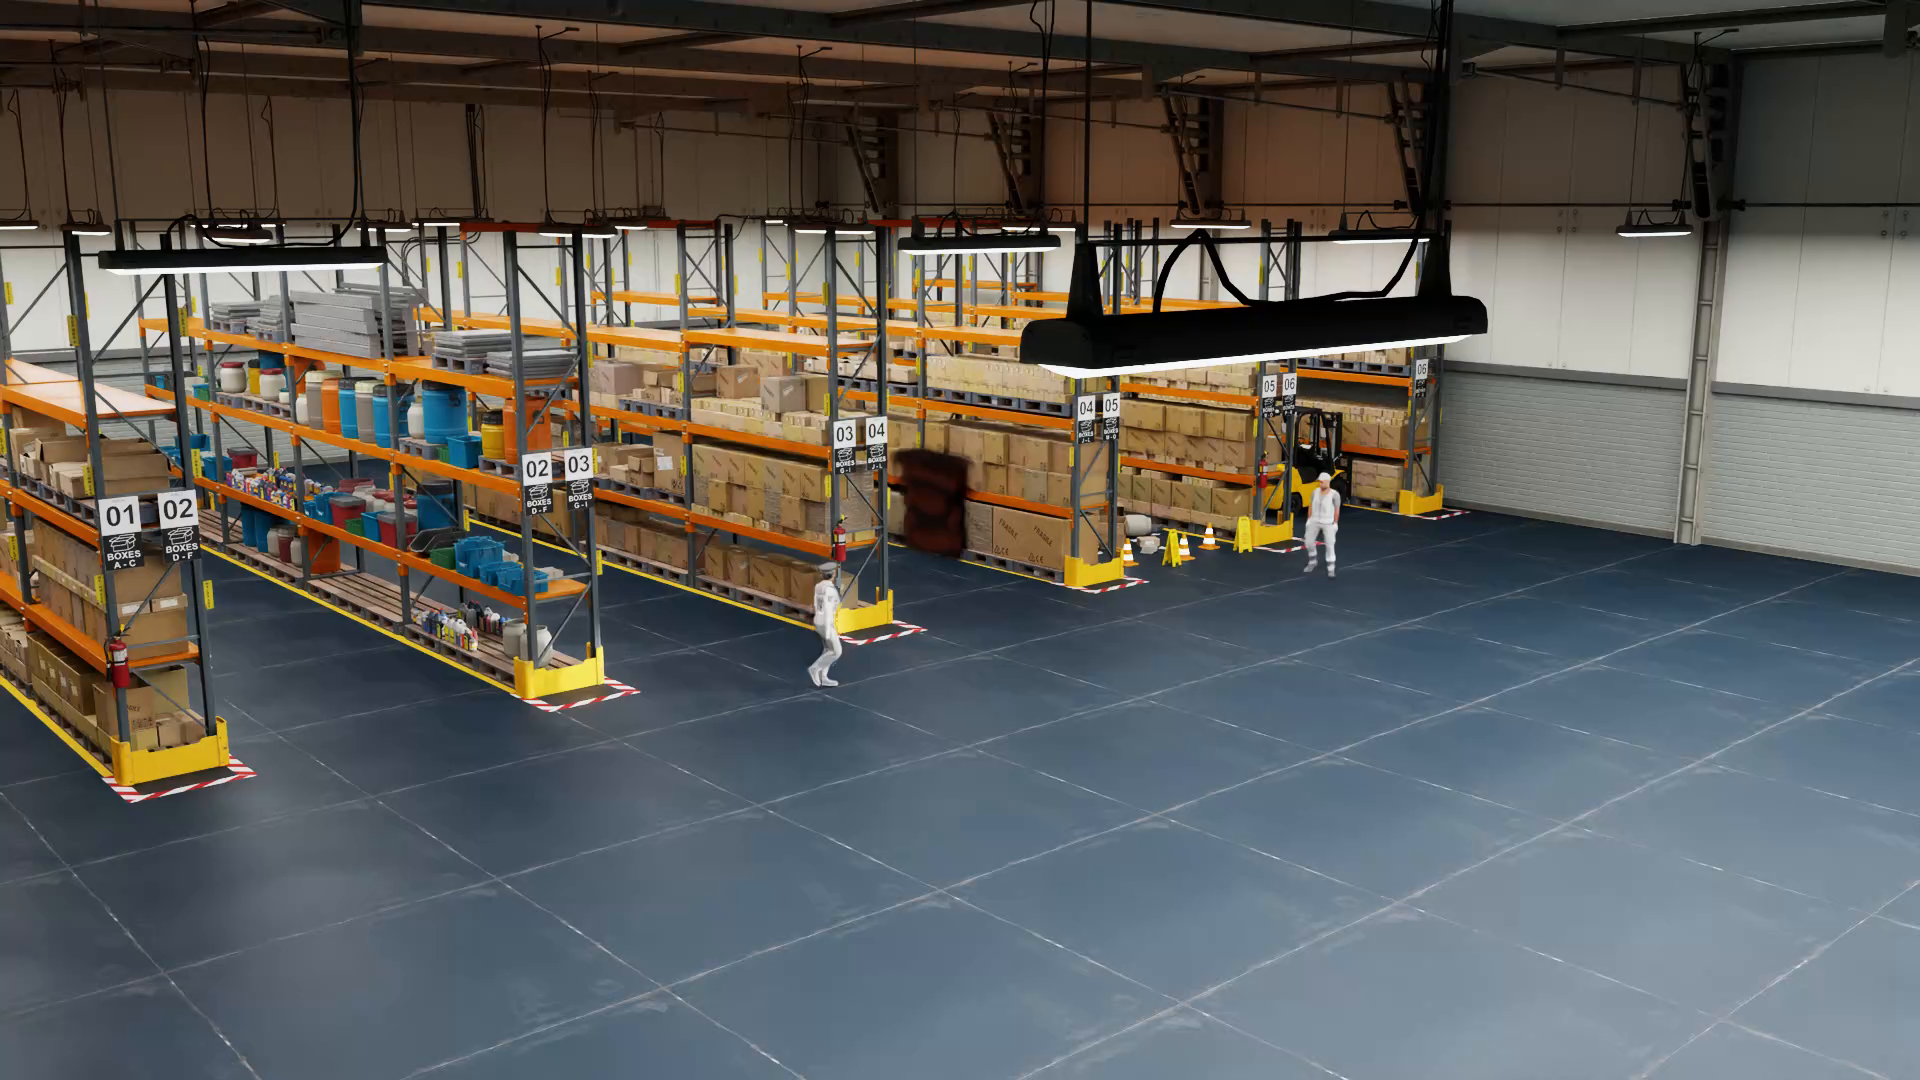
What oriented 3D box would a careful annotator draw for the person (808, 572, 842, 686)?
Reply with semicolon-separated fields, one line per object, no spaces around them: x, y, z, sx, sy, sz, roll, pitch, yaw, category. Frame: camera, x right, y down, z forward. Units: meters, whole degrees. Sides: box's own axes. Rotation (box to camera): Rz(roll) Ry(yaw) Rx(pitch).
-1.784;1.150;21.996;0.458;1.629;0.515;0;11;1;person

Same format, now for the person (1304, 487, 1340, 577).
6.234;-0.164;28.659;0.589;1.554;0.443;6;13;27;person
